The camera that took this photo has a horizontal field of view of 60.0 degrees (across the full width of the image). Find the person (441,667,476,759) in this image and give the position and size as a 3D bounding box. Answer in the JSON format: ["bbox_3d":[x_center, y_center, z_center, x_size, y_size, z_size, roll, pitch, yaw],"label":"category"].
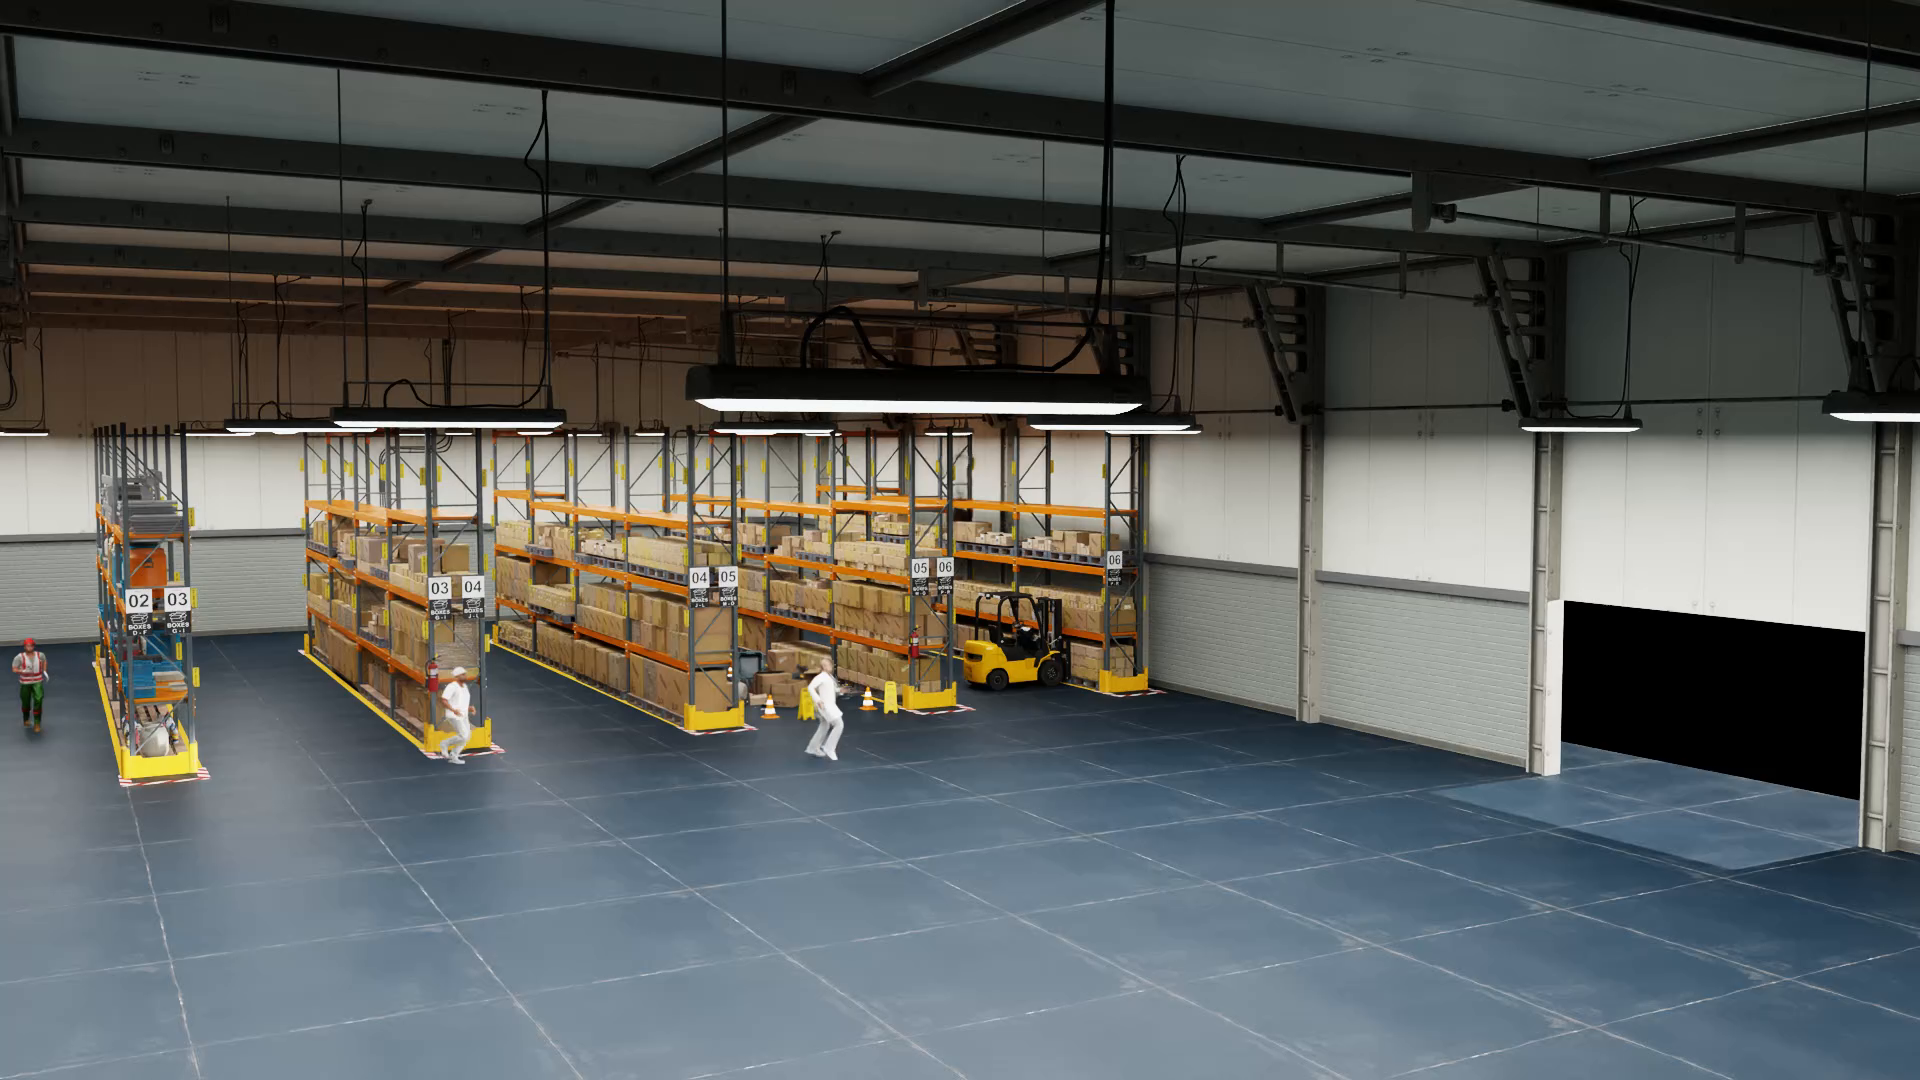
[{"bbox_3d":[-8.876,3.064,29.401,0.523,1.643,0.674,1,4,13],"label":"person"}]

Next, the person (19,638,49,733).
[{"bbox_3d":[-18.188,2.838,32.683,0.524,1.840,0.863,-2,4,-35],"label":"person"}]

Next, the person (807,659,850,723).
[{"bbox_3d":[-2.328,2.699,29.731,0.718,1.144,0.661,0,3,4],"label":"person"}]
